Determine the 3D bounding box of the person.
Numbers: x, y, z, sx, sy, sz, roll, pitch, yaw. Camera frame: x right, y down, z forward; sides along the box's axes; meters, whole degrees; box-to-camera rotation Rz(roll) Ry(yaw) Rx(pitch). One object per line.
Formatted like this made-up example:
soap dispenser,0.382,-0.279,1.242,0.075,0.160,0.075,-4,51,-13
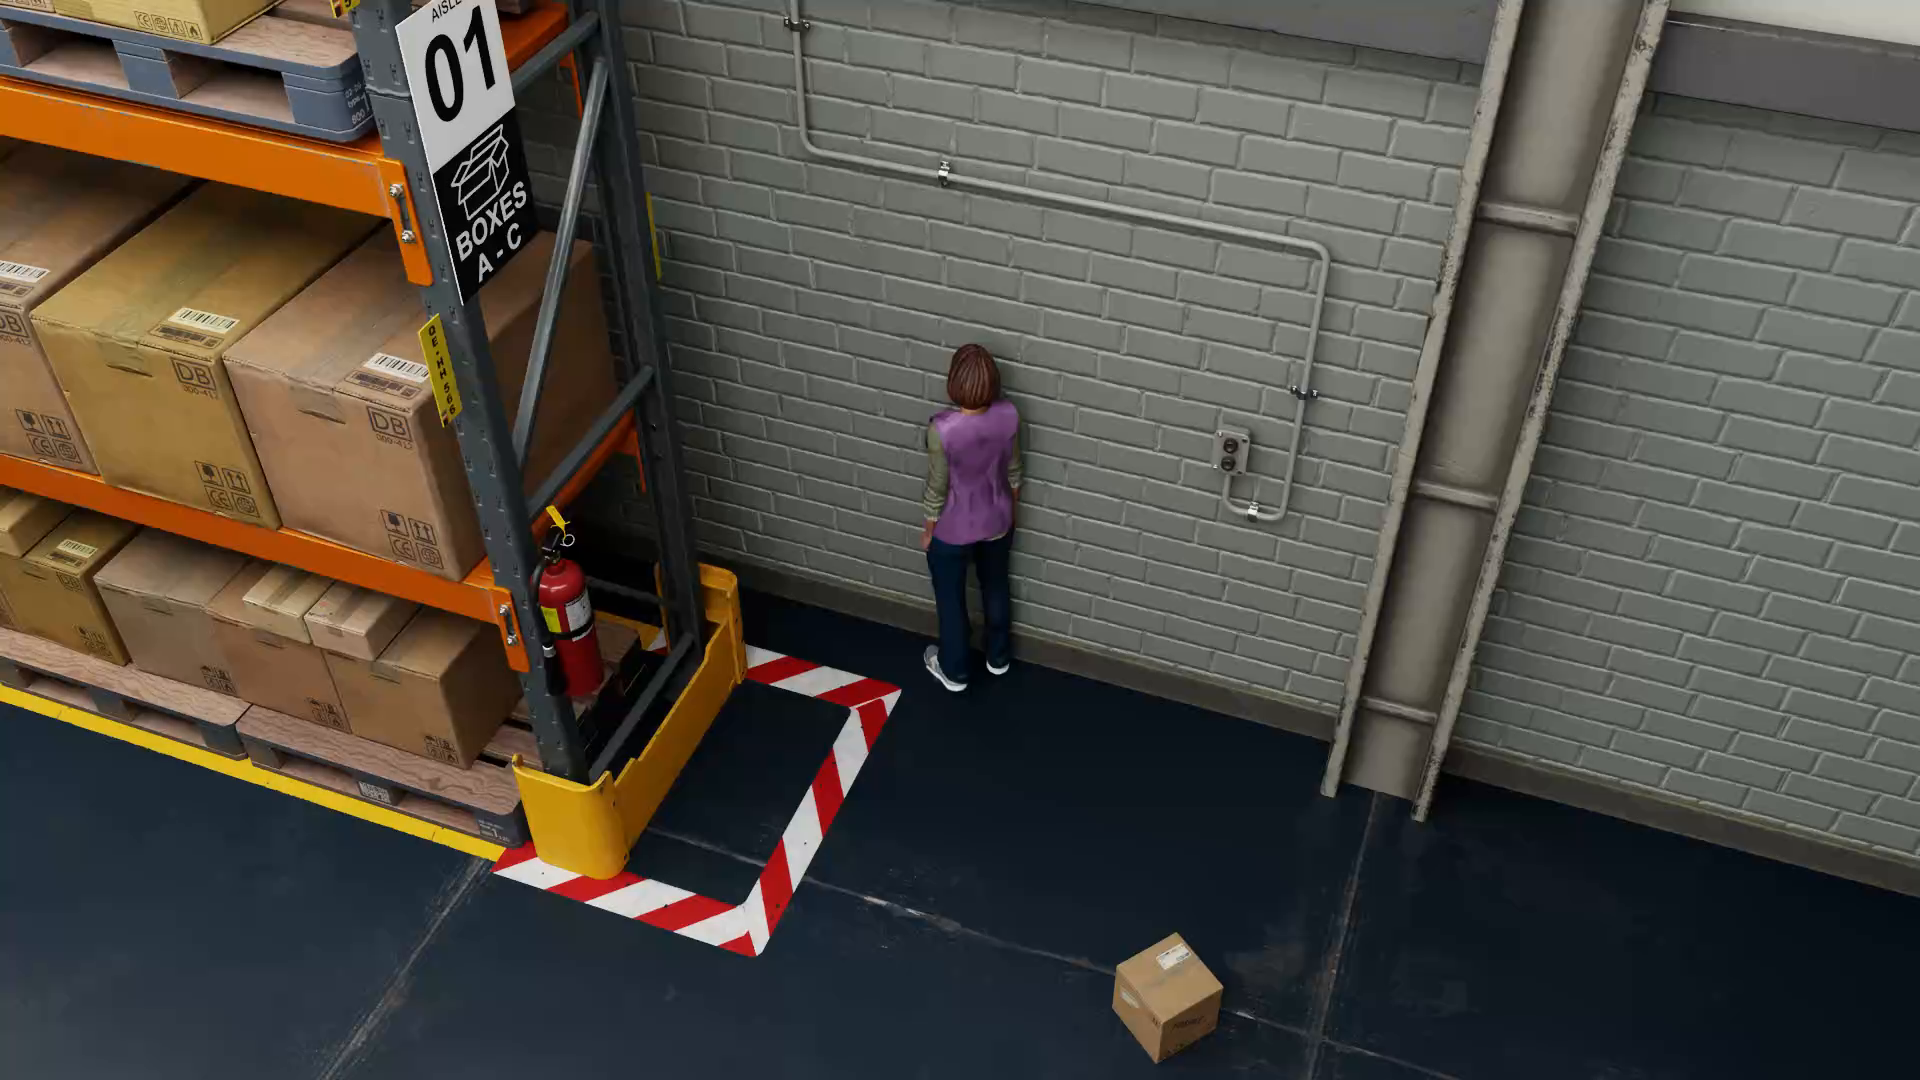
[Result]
person,0.034,-0.075,6.245,0.410,1.604,0.319,-16,44,-17
